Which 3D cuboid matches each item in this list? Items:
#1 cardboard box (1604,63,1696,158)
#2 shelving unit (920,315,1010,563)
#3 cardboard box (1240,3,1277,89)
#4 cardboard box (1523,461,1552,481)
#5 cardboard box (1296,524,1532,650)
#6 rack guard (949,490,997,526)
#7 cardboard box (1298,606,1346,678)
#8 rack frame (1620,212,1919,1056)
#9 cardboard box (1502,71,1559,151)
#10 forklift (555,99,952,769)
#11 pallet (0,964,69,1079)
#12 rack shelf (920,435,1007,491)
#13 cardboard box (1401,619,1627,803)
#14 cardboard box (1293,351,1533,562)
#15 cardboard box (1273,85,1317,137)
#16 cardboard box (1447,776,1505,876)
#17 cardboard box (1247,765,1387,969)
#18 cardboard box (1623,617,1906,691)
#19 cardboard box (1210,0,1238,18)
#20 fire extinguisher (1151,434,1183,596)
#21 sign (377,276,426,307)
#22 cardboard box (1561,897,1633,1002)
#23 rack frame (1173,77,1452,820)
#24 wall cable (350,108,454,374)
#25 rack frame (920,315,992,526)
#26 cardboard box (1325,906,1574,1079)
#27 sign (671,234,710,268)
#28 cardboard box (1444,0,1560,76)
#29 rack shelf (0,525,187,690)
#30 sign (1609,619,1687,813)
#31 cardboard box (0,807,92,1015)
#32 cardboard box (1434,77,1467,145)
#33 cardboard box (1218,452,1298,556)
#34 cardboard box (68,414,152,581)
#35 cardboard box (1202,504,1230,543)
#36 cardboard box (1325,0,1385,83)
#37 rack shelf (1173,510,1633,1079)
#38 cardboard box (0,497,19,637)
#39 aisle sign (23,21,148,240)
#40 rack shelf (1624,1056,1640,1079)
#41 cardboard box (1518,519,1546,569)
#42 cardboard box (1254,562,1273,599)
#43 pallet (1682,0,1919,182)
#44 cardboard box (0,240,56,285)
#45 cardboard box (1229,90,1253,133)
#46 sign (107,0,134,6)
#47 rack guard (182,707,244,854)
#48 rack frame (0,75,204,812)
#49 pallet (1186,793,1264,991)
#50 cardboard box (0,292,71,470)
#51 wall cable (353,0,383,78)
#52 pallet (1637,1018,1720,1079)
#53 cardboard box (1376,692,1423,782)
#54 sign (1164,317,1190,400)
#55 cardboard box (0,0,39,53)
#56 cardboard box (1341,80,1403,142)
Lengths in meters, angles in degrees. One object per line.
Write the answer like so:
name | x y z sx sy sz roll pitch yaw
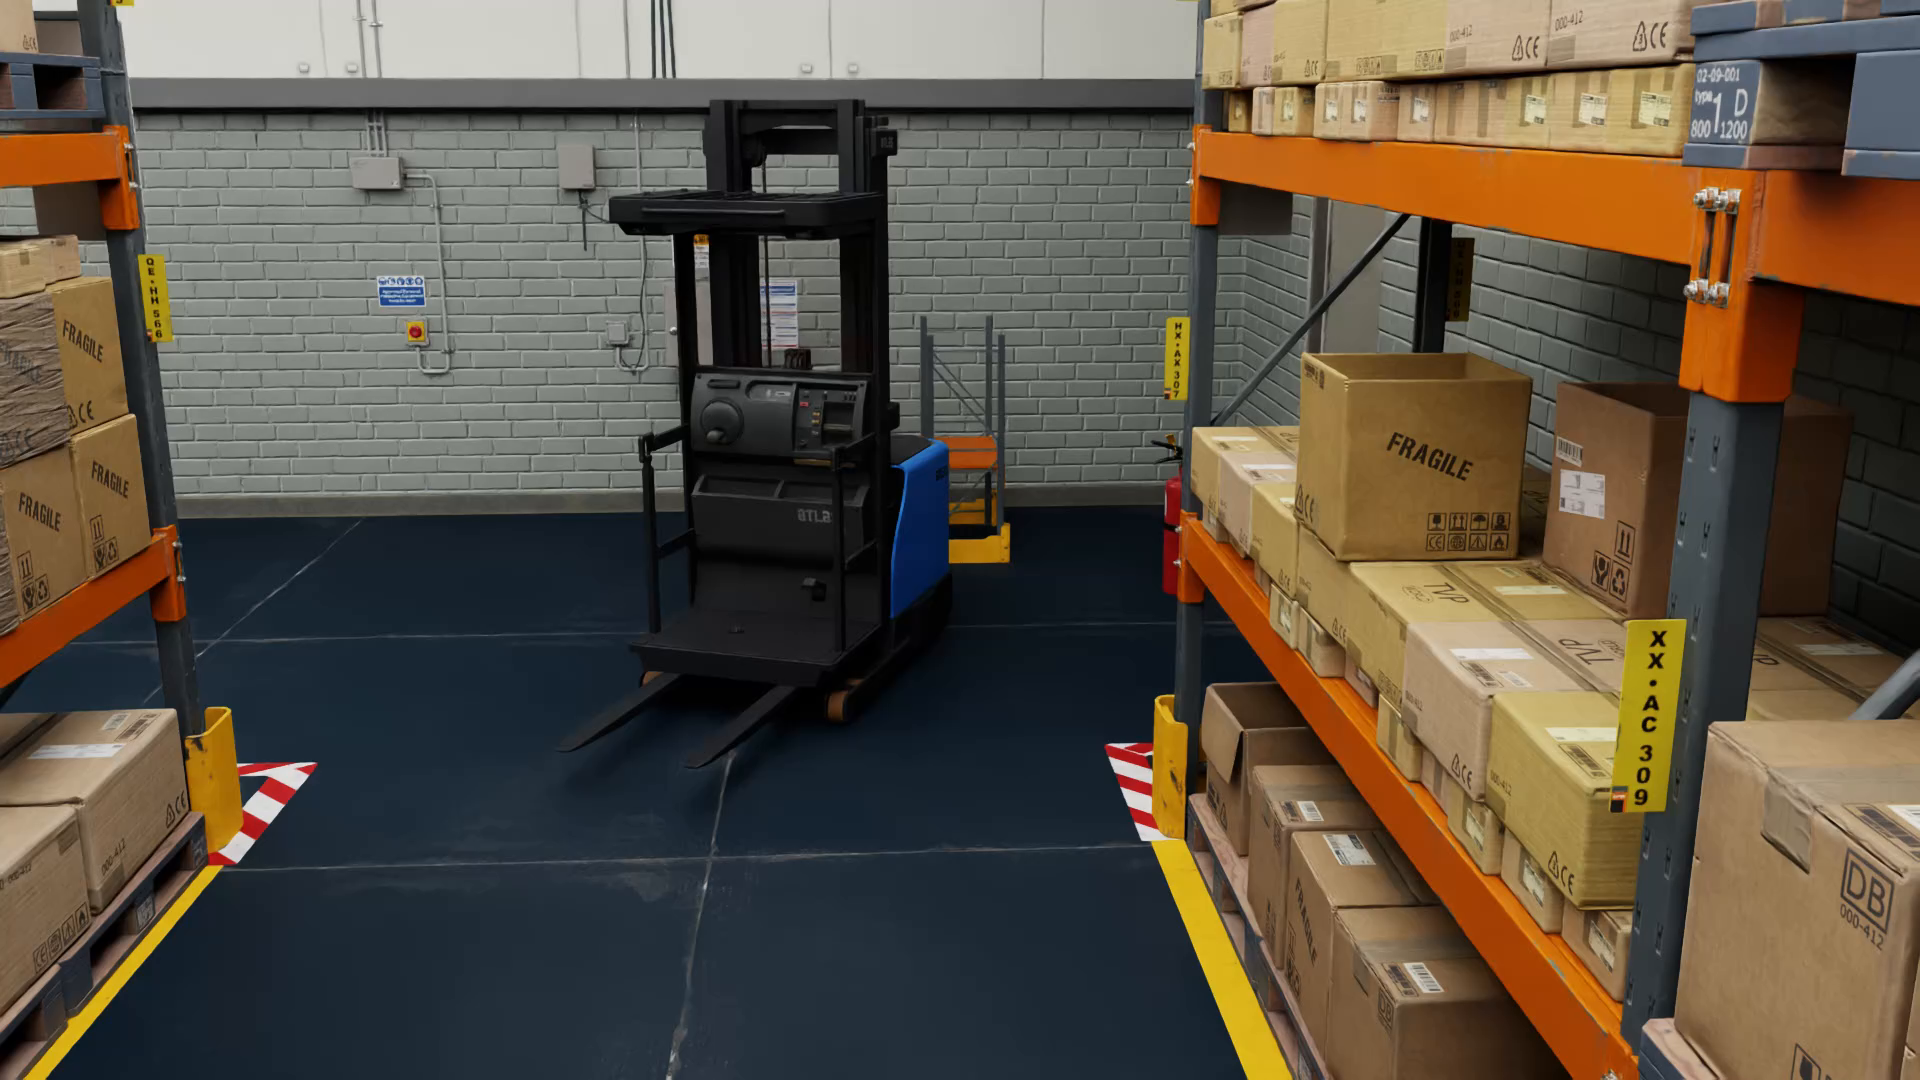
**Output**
cardboard box | 1.329 -0.723 2.801 0.380 0.149 0.250 -1 14 -4
shelving unit | 0.005 -0.707 11.266 0.587 1.500 1.083 -1 14 -3
cardboard box | 1.205 -1.585 5.352 0.500 0.250 0.500 -1 14 -2
cardboard box | 1.722 -0.135 5.734 0.500 0.250 0.500 -1 14 -3
cardboard box | 1.277 0.122 4.737 0.500 0.250 0.500 -1 14 -5
rack guard | -0.026 -0.226 11.903 0.587 0.250 0.087 -1 14 -3
cardboard box | 1.212 0.292 4.875 0.380 0.149 0.250 -1 14 -2
rack frame | 1.646 0.693 2.813 1.000 3.000 0.127 -1 14 -3
cardboard box | 1.309 -0.851 3.298 0.380 0.149 0.250 0 14 -2
forklift | -0.970 -0.638 8.125 1.130 2.935 3.031 4 15 17
pallet | -3.356 1.627 4.781 1.003 0.211 1.213 -1 14 -3
rack shelf | 0.005 -0.531 11.302 0.538 0.185 1.000 -1 14 -3
cardboard box | 1.325 0.374 3.756 0.500 0.250 0.500 -1 14 -3
cardboard box | 1.251 -0.246 4.663 0.500 0.500 0.500 -1 14 -2
cardboard box | 1.163 -1.293 5.015 0.380 0.149 0.250 -1 14 -4
cardboard box | 1.296 0.611 3.638 0.380 0.149 0.250 -1 14 -2
cardboard box | 1.356 1.072 5.513 0.700 0.500 0.500 0 14 -1
cardboard box | 1.847 0.370 3.774 0.500 0.250 0.500 -1 14 -4
cardboard box | 1.175 -1.954 5.781 0.500 0.250 0.500 -1 14 -4
fire extinguisher | 0.928 -0.113 6.850 0.296 0.674 0.183 -1 14 -3
sign | -3.980 -1.772 11.850 0.327 0.218 0.001 -1 14 -3
cardboard box | 1.374 0.739 3.138 0.380 0.149 0.250 -1 14 -3
rack frame | 1.398 -0.302 6.680 1.000 3.000 0.127 -1 14 -3
wall cable | -3.928 -2.133 11.697 0.585 1.953 0.123 -1 14 -3
rack frame | -0.026 -0.832 11.748 0.500 1.500 0.032 -1 14 -3
cardboard box | 1.420 1.330 4.510 0.700 0.500 0.500 -1 14 -6
sign | -1.891 -2.073 11.906 0.339 0.242 0.001 -1 14 -3
cardboard box | 1.324 -1.076 3.374 0.500 0.250 0.500 -1 14 -5
rack shelf | -3.432 0.622 4.535 1.077 0.370 4.000 -1 14 -3
sign | 1.105 0.284 2.666 0.100 0.325 0.005 -1 14 -3
cardboard box | -3.350 1.203 5.129 0.875 0.438 0.875 0 14 -2
cardboard box | 1.311 -0.979 3.795 0.380 0.149 0.250 0 14 -2
cardboard box | 1.189 -0.131 5.719 0.500 0.250 0.500 -1 14 -3
cardboard box | -3.262 -0.157 5.916 0.500 0.500 0.500 -1 14 -3
cardboard box | 1.145 -0.094 6.377 0.380 0.149 0.250 -1 14 -4
cardboard box | 1.279 -1.330 4.358 0.500 0.250 0.500 -1 14 -4
rack shelf | 1.522 0.544 4.836 1.077 0.370 4.000 -1 14 -3
cardboard box | -3.204 0.096 4.933 0.500 0.500 0.500 0 14 -2
aisle sign | -3.251 -1.506 6.143 0.394 0.787 0.004 -1 14 -3
rack shelf | 1.770 1.539 0.970 1.077 0.370 4.000 -1 14 -3
cardboard box | 1.781 0.119 4.750 0.500 0.250 0.500 -1 14 -4
cardboard box | 1.212 0.097 5.634 0.380 0.149 0.250 0 14 -2
pallet | 1.616 -0.505 1.828 1.213 0.211 1.003 -1 14 -3
cardboard box | -3.294 -0.922 5.582 0.380 0.149 0.250 -1 14 -2
cardboard box | 1.186 -1.550 6.015 0.380 0.149 0.250 -1 14 -2
sign | -3.013 -2.072 5.923 0.100 0.325 0.005 -1 14 -3
rack guard | -3.557 0.980 6.713 1.175 0.500 0.348 -1 14 -3
rack frame | -3.556 -0.224 6.378 1.000 3.000 0.127 -1 14 -3
pallet | 1.453 1.266 6.183 1.003 0.211 1.213 -1 14 -3
cardboard box | -3.226 -0.511 5.286 0.500 0.500 0.500 -1 14 -3
wall cable | -4.189 -4.540 11.112 0.463 3.000 0.029 -1 14 -3
pallet | 1.587 0.986 2.058 1.003 0.211 1.213 -1 14 -3
cardboard box | 1.263 0.482 4.138 0.380 0.149 0.250 -1 14 -4
sign | 0.857 -0.713 6.539 0.100 0.325 0.005 -1 14 -3
cardboard box | -3.438 -1.746 5.529 0.500 0.250 0.500 -2 15 -9
cardboard box | 1.204 -1.105 4.287 0.380 0.149 0.250 -1 14 -2
